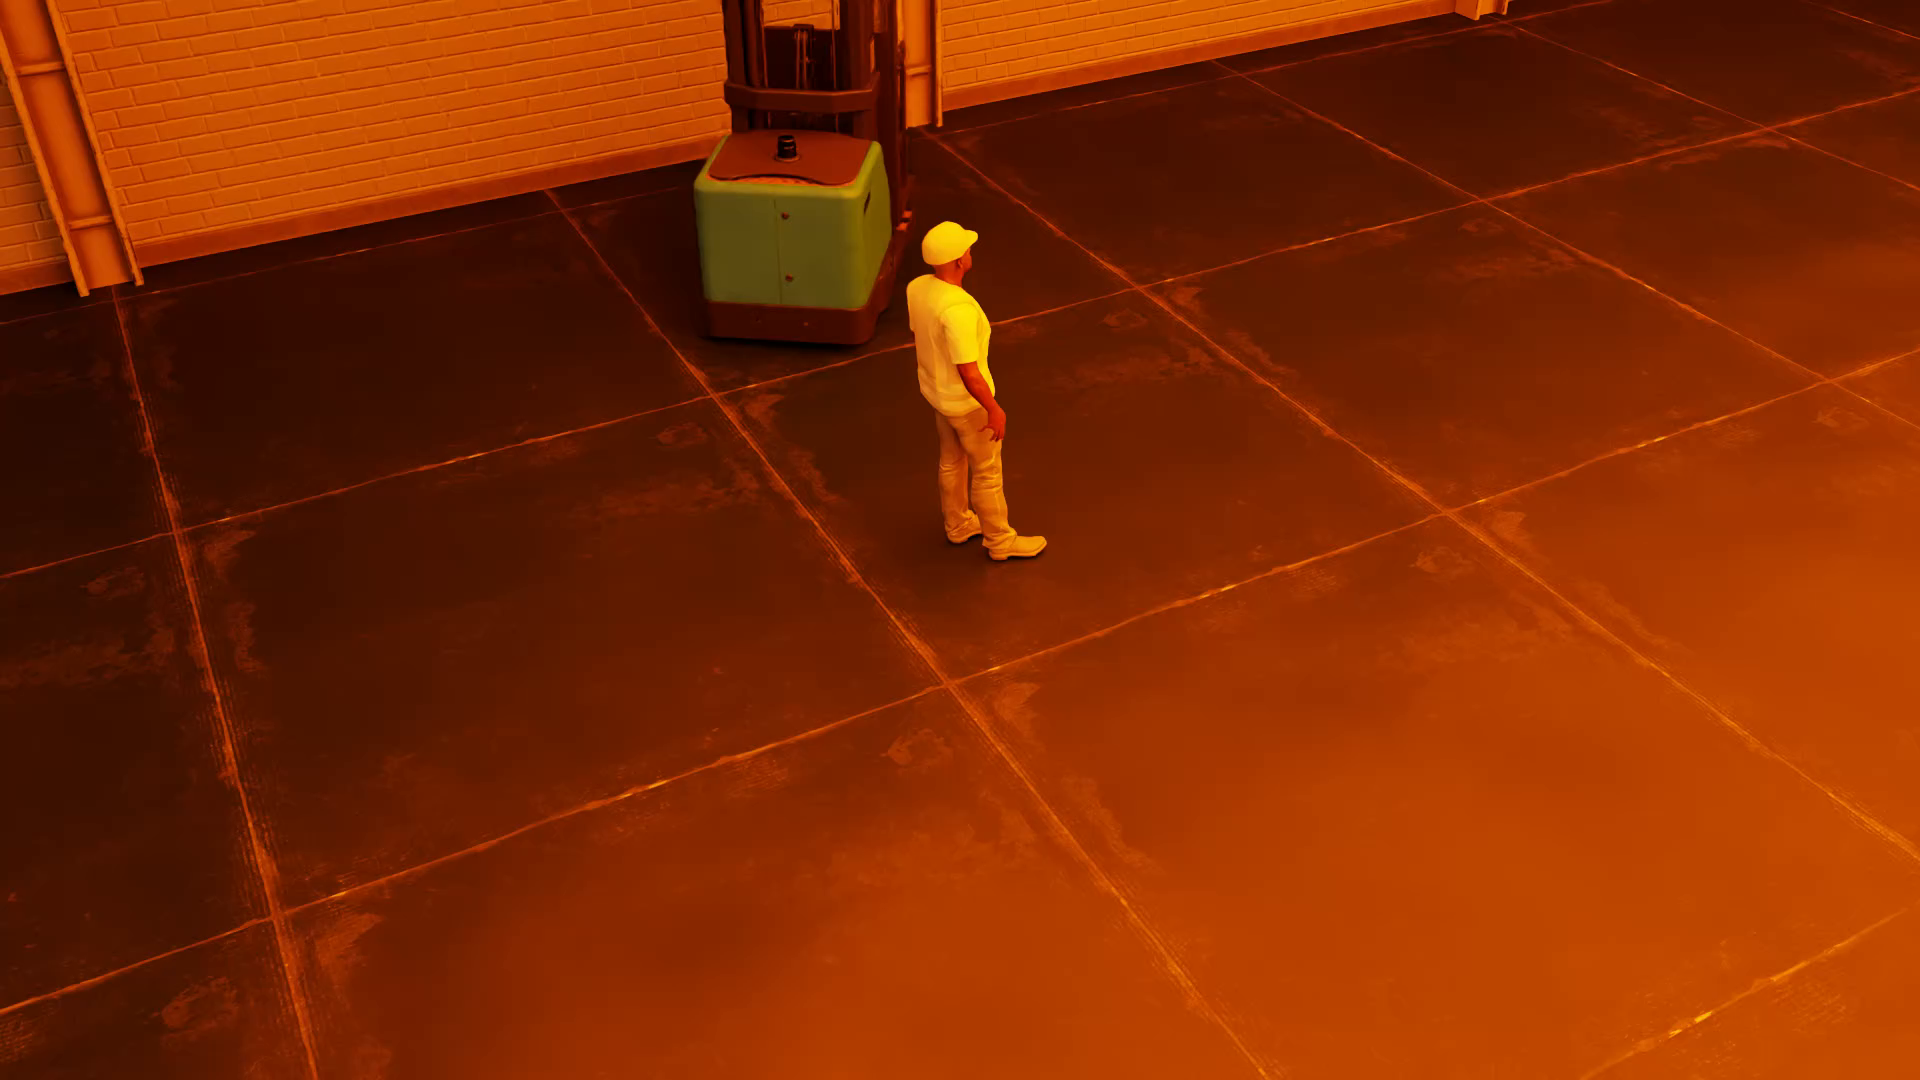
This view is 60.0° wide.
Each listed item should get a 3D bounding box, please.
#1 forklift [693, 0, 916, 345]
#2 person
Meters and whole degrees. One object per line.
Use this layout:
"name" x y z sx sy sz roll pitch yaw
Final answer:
"forklift" -0.906 -3.236 10.700 1.130 2.935 3.031 4 35 6
"person" 0.064 -0.743 8.170 0.577 1.765 0.665 -17 39 -23
